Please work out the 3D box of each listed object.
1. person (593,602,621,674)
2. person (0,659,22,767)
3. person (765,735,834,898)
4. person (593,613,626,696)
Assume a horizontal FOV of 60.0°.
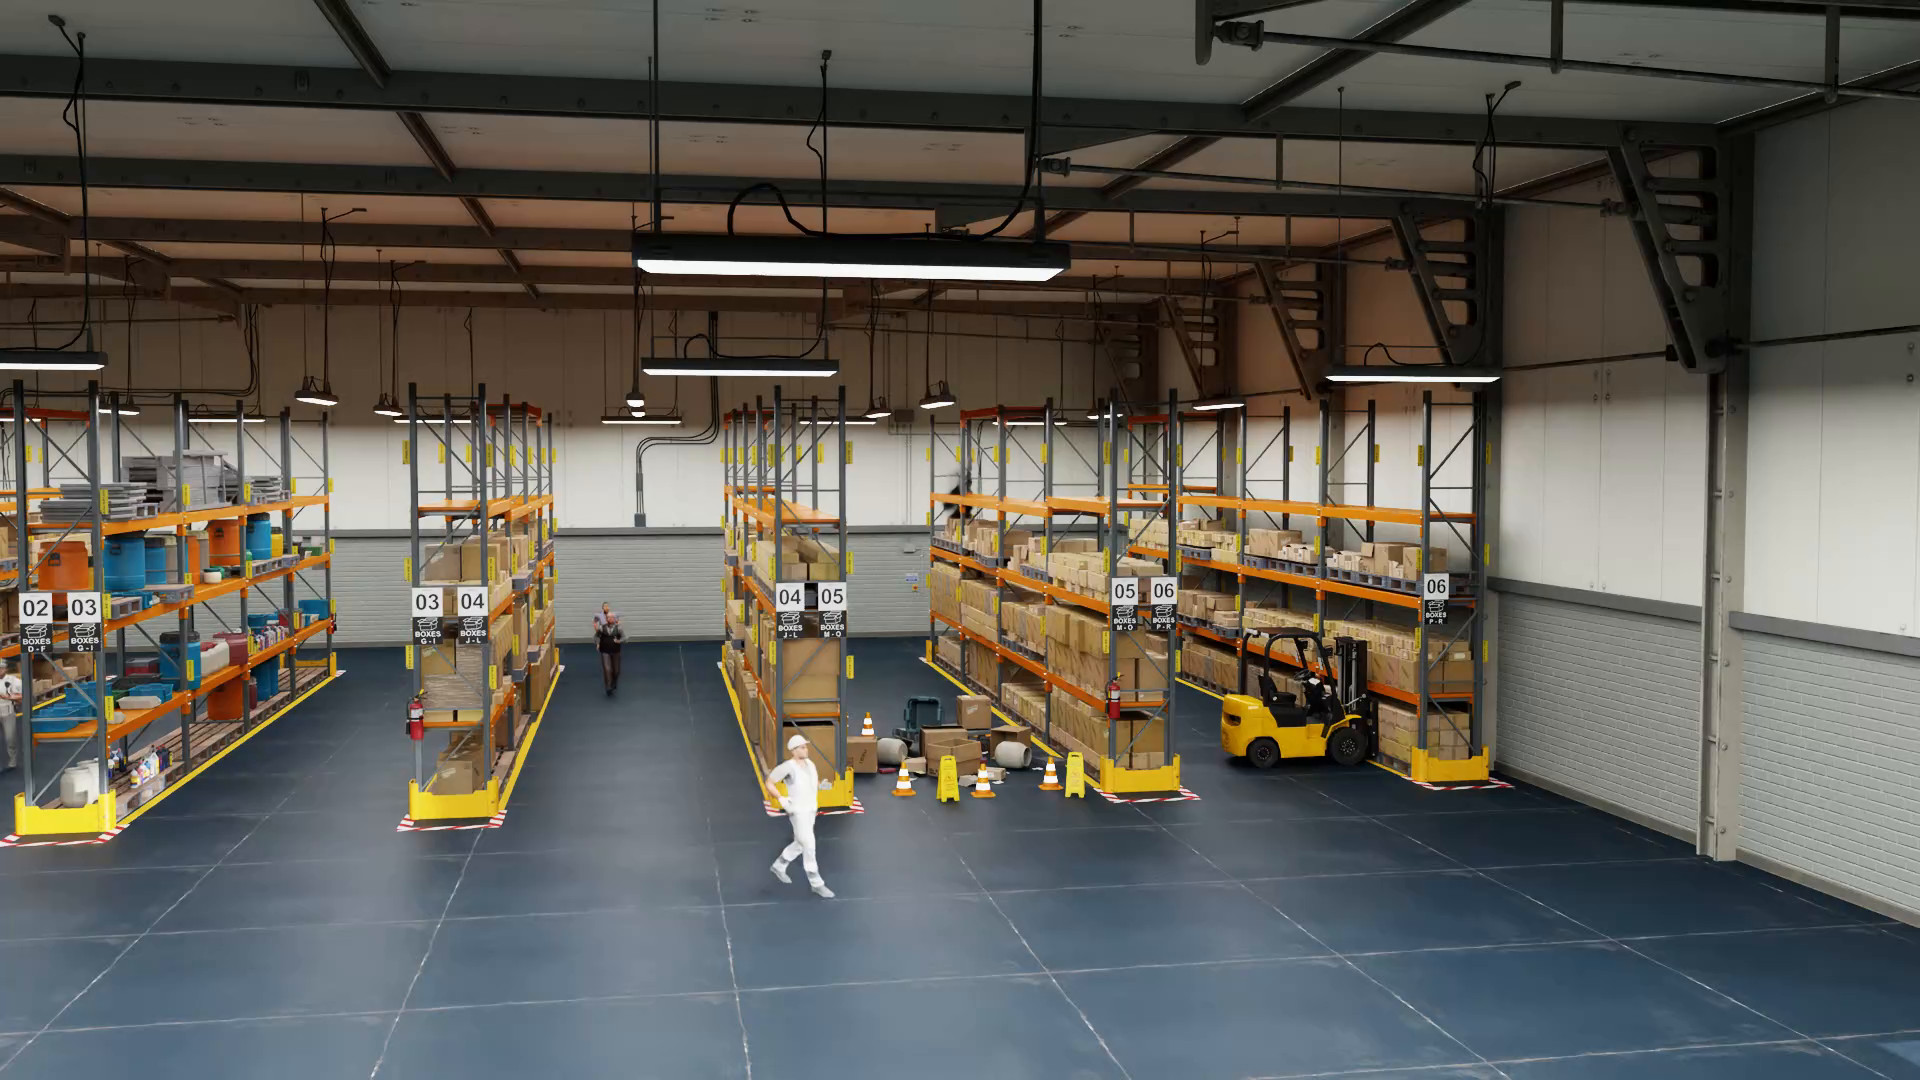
[{"bbox_3d":[-8.179,2.245,38.497,0.634,1.648,0.820,-1,3,-12],"label":"person"},{"bbox_3d":[-15.126,2.779,26.248,0.642,1.834,0.824,-1,3,-20],"label":"person"},{"bbox_3d":[-1.800,3.110,18.921,0.948,1.783,0.656,2,3,30],"label":"person"},{"bbox_3d":[-7.323,2.376,34.821,0.666,1.699,0.930,-1,3,-16],"label":"person"}]
